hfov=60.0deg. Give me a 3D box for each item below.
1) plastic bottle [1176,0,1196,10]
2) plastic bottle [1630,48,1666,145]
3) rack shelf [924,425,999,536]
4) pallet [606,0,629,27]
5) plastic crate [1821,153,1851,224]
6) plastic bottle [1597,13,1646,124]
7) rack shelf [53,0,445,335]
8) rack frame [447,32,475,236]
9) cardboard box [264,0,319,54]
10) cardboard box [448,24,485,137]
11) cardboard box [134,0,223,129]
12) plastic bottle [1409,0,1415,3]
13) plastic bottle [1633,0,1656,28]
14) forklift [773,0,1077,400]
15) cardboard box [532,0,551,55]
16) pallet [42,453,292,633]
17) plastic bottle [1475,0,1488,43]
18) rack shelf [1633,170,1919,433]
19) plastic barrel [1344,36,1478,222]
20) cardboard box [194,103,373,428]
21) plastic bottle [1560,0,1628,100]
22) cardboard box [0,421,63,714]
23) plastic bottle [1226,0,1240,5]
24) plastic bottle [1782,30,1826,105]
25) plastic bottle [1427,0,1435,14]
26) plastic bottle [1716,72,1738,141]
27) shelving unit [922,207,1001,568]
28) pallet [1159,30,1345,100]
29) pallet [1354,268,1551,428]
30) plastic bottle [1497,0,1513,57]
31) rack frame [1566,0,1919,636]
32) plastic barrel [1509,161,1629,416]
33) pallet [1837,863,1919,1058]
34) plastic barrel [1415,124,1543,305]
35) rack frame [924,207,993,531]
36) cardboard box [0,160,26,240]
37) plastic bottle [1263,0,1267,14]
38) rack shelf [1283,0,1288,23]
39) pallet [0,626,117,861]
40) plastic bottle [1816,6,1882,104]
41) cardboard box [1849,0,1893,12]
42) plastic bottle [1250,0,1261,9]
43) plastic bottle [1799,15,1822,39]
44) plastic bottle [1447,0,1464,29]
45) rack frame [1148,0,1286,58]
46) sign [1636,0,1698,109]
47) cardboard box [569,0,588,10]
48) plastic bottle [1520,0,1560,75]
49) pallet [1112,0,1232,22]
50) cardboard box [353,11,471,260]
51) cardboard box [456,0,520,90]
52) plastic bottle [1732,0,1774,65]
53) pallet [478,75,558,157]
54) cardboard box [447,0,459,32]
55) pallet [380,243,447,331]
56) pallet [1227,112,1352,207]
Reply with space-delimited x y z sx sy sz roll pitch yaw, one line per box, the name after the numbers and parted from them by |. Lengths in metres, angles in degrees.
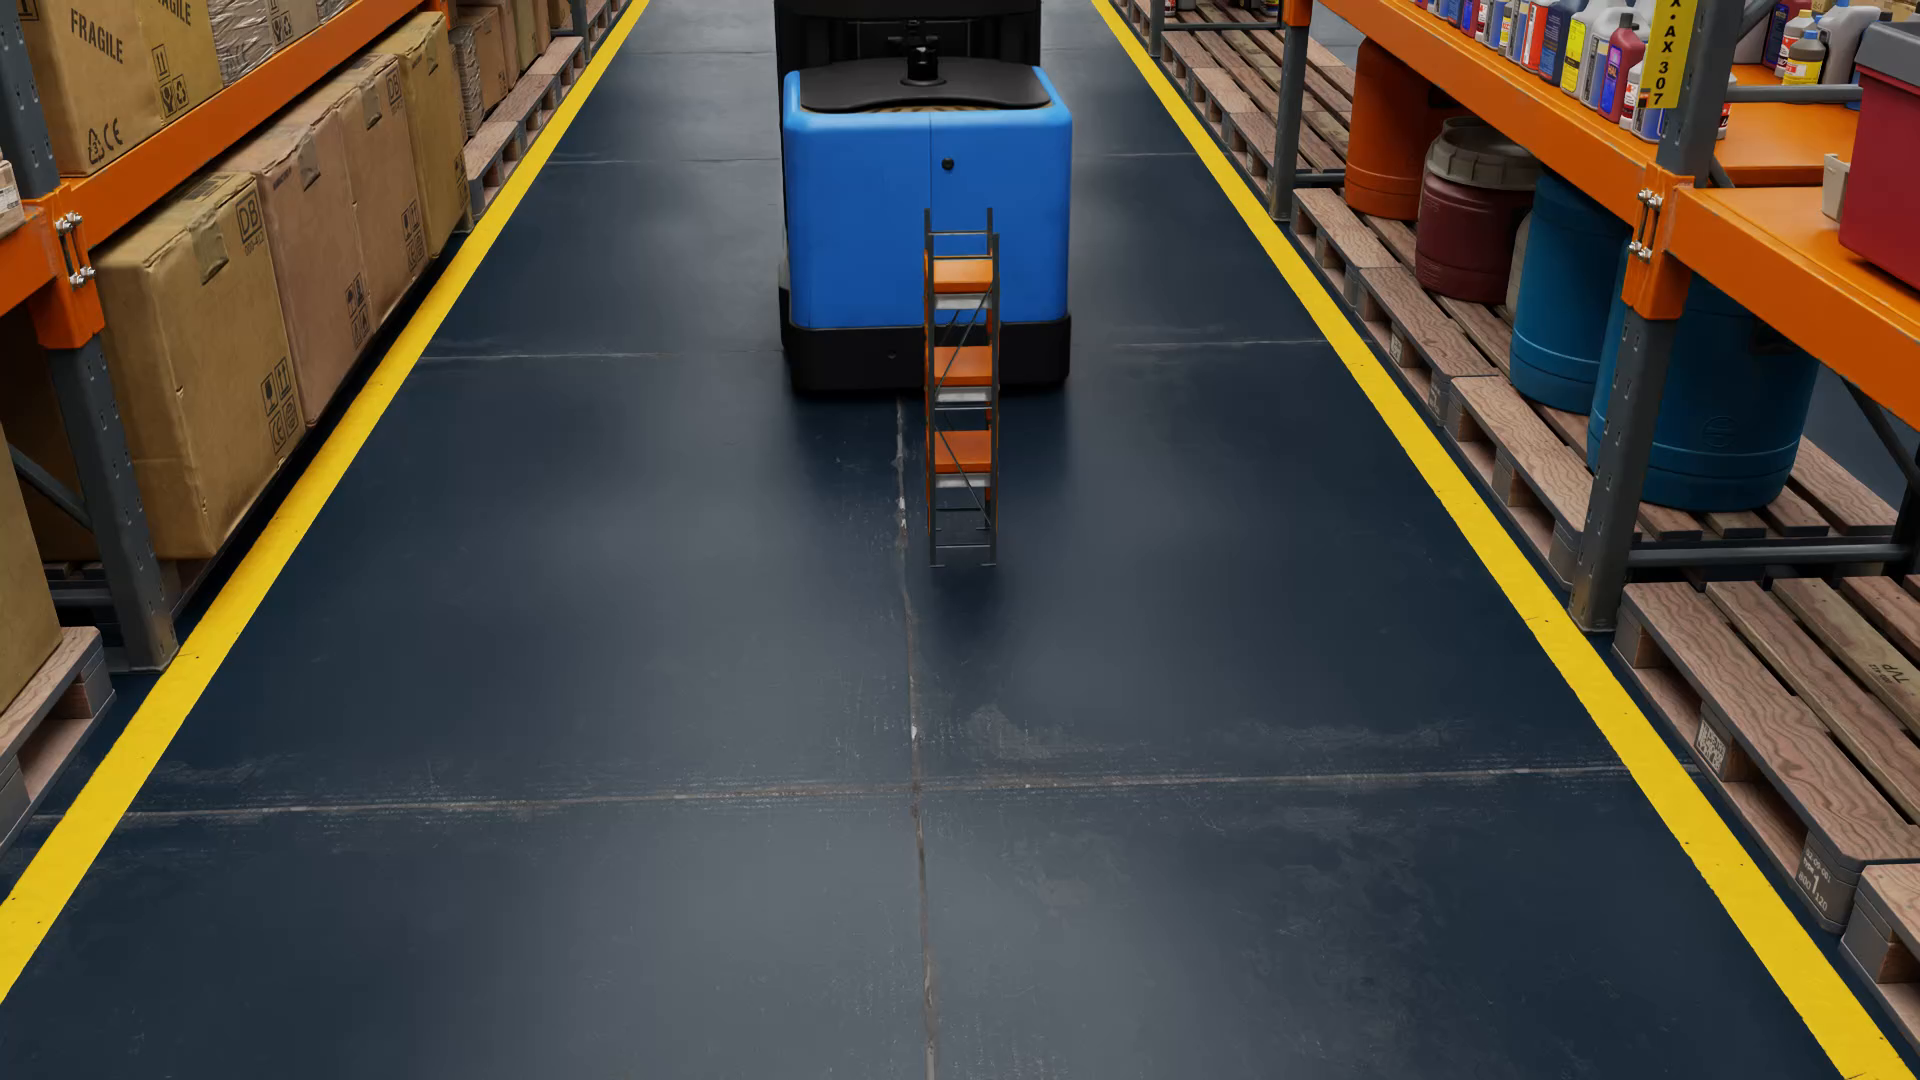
1.672 -4.108 12.272 0.144 0.351 0.185 -1 28 -3 | plastic bottle
1.924 -1.219 4.477 0.152 0.276 0.135 -1 28 -3 | plastic bottle
0.003 -0.185 5.093 0.215 0.259 0.240 -1 28 -3 | rack shelf
-3.234 -4.312 13.289 1.003 0.211 1.213 -1 28 -3 | pallet
2.149 -0.791 3.743 0.396 0.136 0.243 -1 28 -3 | plastic crate
1.866 -1.328 4.678 0.061 0.283 0.133 -1 28 -3 | plastic bottle
-2.783 -1.584 5.822 1.077 0.370 4.000 -1 28 -3 | rack shelf
-2.888 -2.827 7.427 1.000 3.000 0.127 -1 28 -3 | rack frame
-2.538 -1.944 5.626 0.500 0.500 0.500 -1 28 -2 | cardboard box
-2.985 -2.479 8.986 0.700 0.500 0.500 -4 28 -7 | cardboard box
-2.481 -1.475 4.726 0.500 0.500 0.500 -1 28 -3 | cardboard box
1.785 -2.201 6.365 0.097 0.271 0.097 0 28 0 | plastic bottle
2.036 -1.498 4.931 0.144 0.351 0.185 -1 28 -3 | plastic bottle
-0.228 -2.461 6.798 1.130 2.935 3.031 -2 28 -5 | forklift
-3.086 -3.477 10.900 0.700 0.500 0.500 -3 28 -7 | cardboard box
-2.795 -0.098 5.210 1.003 0.211 1.213 -1 28 -3 | pallet
1.826 -1.809 5.690 0.097 0.201 0.097 0 28 0 | plastic bottle
2.372 0.143 2.510 1.077 0.370 4.000 -1 28 -3 | rack shelf
2.101 -1.945 7.628 0.600 0.830 0.708 -1 28 -3 | plastic barrel
-2.780 -0.932 5.636 1.225 0.875 0.875 -2 28 -4 | cardboard box
1.892 -1.494 4.924 0.144 0.351 0.185 -1 28 -3 | plastic bottle
-2.724 0.083 3.691 0.875 0.875 0.875 -1 28 -3 | cardboard box
2.078 -4.194 12.436 0.144 0.351 0.185 -1 28 -3 | plastic bottle
2.481 -1.392 4.889 0.097 0.201 0.097 0 28 0 | plastic bottle
1.797 -2.094 6.161 0.097 0.271 0.097 0 28 0 | plastic bottle
2.047 -1.197 4.516 0.097 0.201 0.097 0 28 0 | plastic bottle
0.003 -0.441 4.960 0.215 1.050 0.252 -1 28 -3 | shelving unit
1.929 -3.196 11.149 1.003 0.211 1.213 -1 28 -3 | pallet
2.202 -0.785 6.527 1.003 0.211 1.213 -1 28 -3 | pallet
1.838 -1.702 5.485 0.097 0.201 0.097 0 28 0 | plastic bottle
2.267 -1.099 4.114 1.000 3.000 0.127 -1 28 -3 | rack frame
2.219 -0.934 5.612 0.600 0.901 0.708 -1 28 -3 | plastic barrel
2.411 1.040 3.027 1.003 0.211 1.213 -1 28 -3 | pallet
2.160 -1.317 6.684 0.600 0.588 0.708 -1 28 -3 | plastic barrel
-0.004 -0.497 5.068 0.200 1.050 0.008 -1 28 -3 | rack frame
-2.336 -0.736 3.688 0.380 0.149 0.250 -1 28 -2 | cardboard box
2.265 -3.953 12.136 0.097 0.201 0.097 0 28 0 | plastic bottle
1.954 -3.551 9.593 1.077 0.370 4.000 -1 28 -3 | rack shelf
-2.717 0.610 3.853 1.003 0.211 1.213 -1 28 -3 | pallet
2.604 -1.436 4.894 0.152 0.276 0.135 -1 28 -3 | plastic bottle
6.570 -3.687 11.594 0.500 0.250 0.500 -2 28 -4 | cardboard box
2.226 -4.088 12.313 0.152 0.276 0.135 0 28 -1 | plastic bottle
2.621 -1.502 5.102 0.097 0.201 0.097 0 28 0 | plastic bottle
1.835 -2.003 5.900 0.144 0.351 0.185 -1 28 -3 | plastic bottle
1.849 -4.794 11.198 1.000 3.000 0.127 -1 28 -3 | rack frame
1.718 -1.210 4.026 0.100 0.325 0.005 -1 28 -3 | sign
-3.115 -4.202 12.312 0.500 0.500 0.500 7 28 14 | cardboard box
1.878 -1.620 5.247 0.152 0.276 0.135 -1 28 -3 | plastic bottle
1.789 -4.433 13.522 1.003 0.211 1.213 -1 28 -3 | pallet
-2.873 -1.752 7.209 1.225 0.875 0.875 -3 28 -5 | cardboard box
-3.050 -2.998 9.982 0.700 0.500 0.500 -4 28 -7 | cardboard box
2.575 -1.695 5.390 0.152 0.276 0.135 -1 28 -3 | plastic bottle
-2.988 -2.514 9.841 1.003 0.211 1.213 -1 28 -3 | pallet
-2.991 -2.800 8.791 0.500 0.250 0.500 2 28 3 | cardboard box
-2.922 -1.225 7.370 1.003 0.211 1.213 -1 28 -3 | pallet
2.057 -2.069 8.989 1.003 0.211 1.213 -1 28 -3 | pallet
